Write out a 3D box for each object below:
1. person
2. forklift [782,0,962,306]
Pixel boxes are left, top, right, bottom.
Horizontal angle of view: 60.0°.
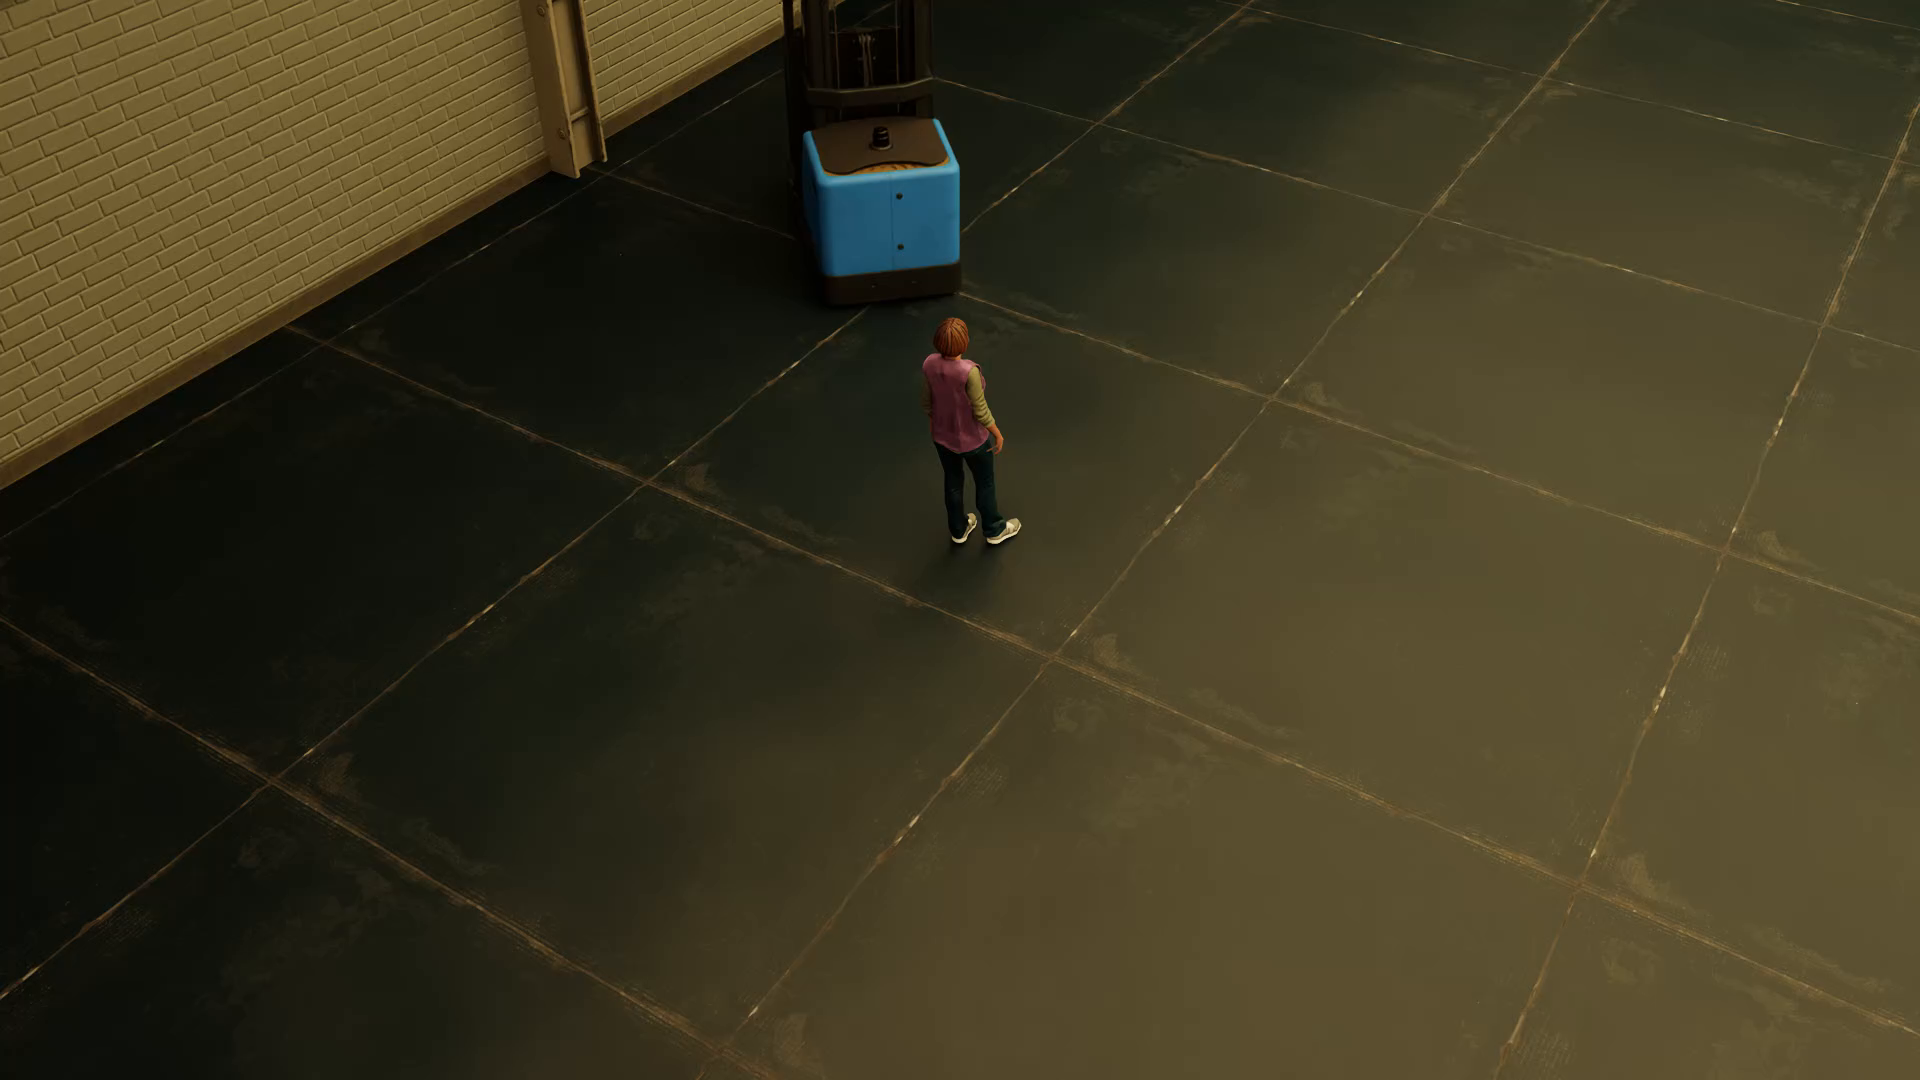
[{"bbox_3d":[0.051,-0.645,9.759,0.520,1.582,0.476,22,45,24],"label":"person"},{"bbox_3d":[-0.793,-3.790,12.439,1.130,2.935,3.031,-8,41,-9],"label":"forklift"}]
